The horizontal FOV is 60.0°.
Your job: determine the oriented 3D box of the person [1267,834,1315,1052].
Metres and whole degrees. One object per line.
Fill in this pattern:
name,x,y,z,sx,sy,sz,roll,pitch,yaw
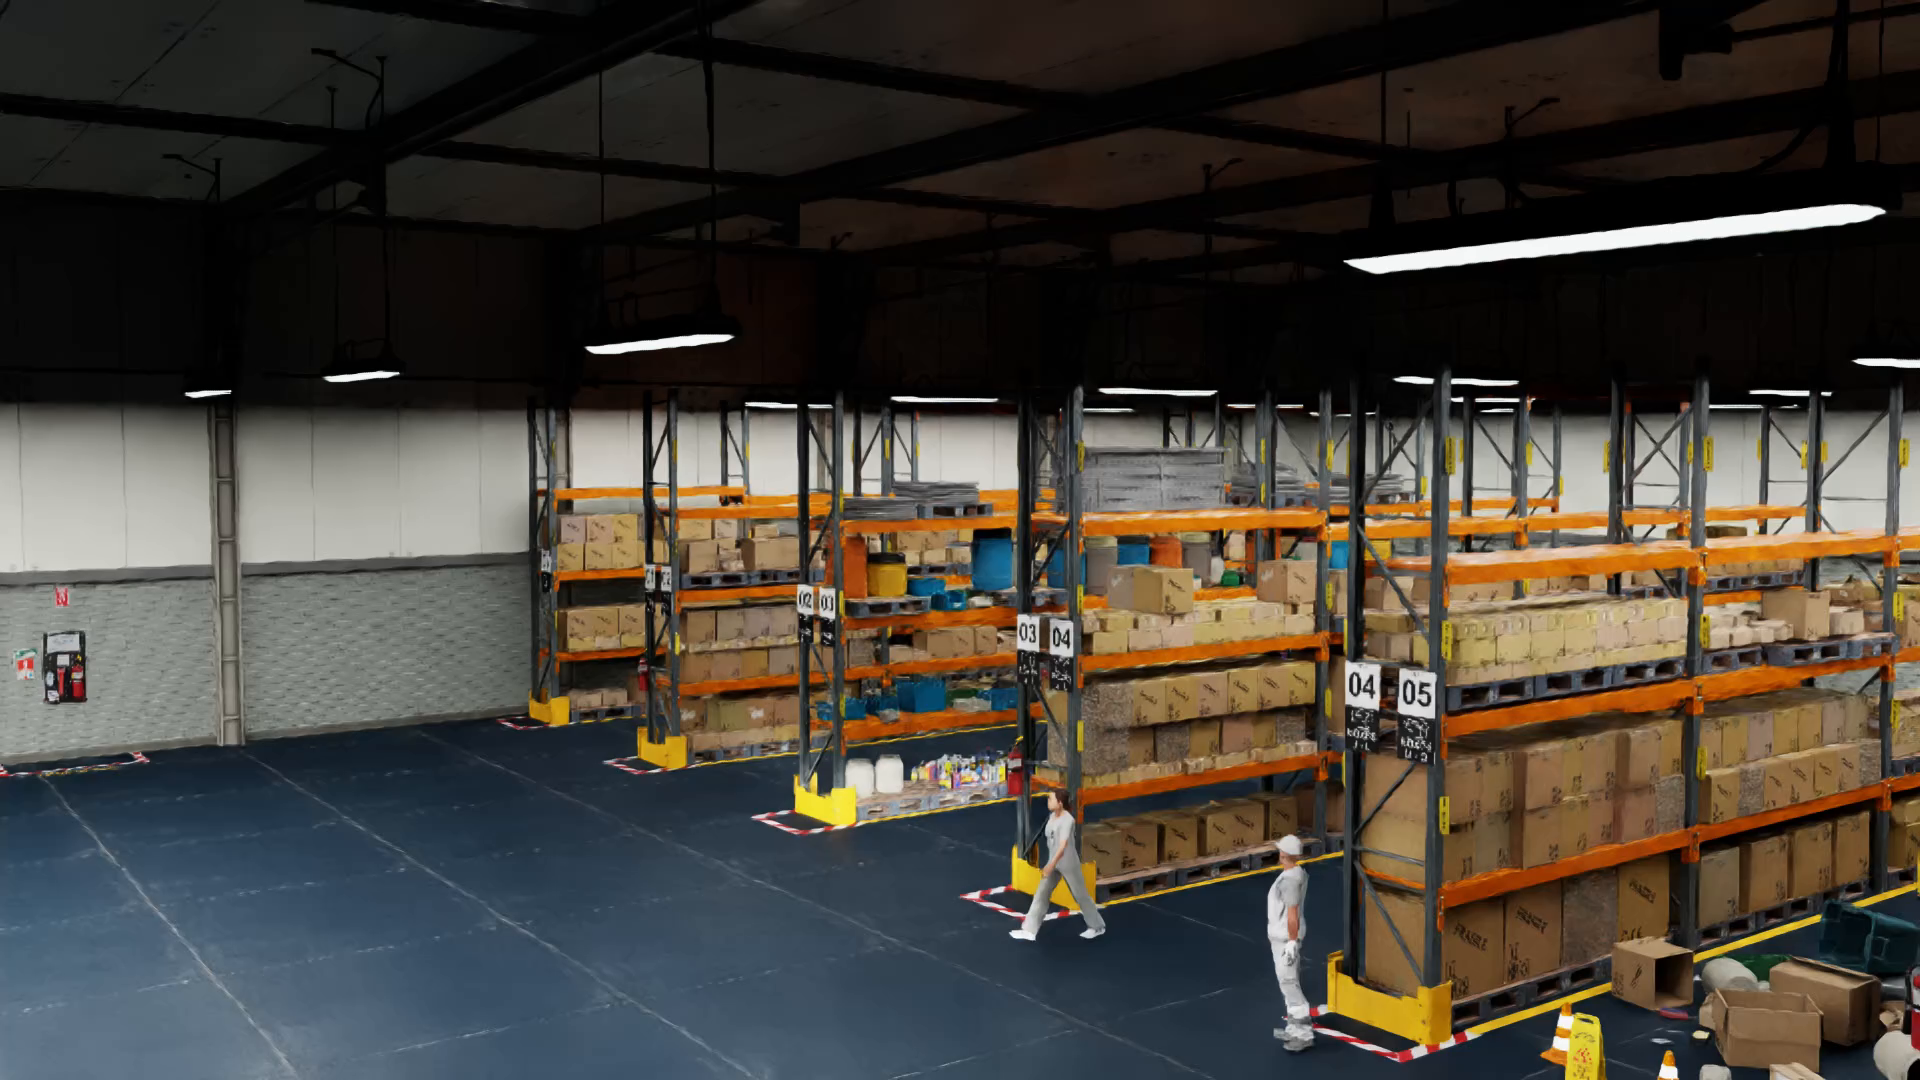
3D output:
person,2.859,3.433,14.281,0.432,1.781,0.628,1,4,21

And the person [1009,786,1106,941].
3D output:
person,1.030,3.333,17.131,1.019,1.603,0.445,-2,4,-26
